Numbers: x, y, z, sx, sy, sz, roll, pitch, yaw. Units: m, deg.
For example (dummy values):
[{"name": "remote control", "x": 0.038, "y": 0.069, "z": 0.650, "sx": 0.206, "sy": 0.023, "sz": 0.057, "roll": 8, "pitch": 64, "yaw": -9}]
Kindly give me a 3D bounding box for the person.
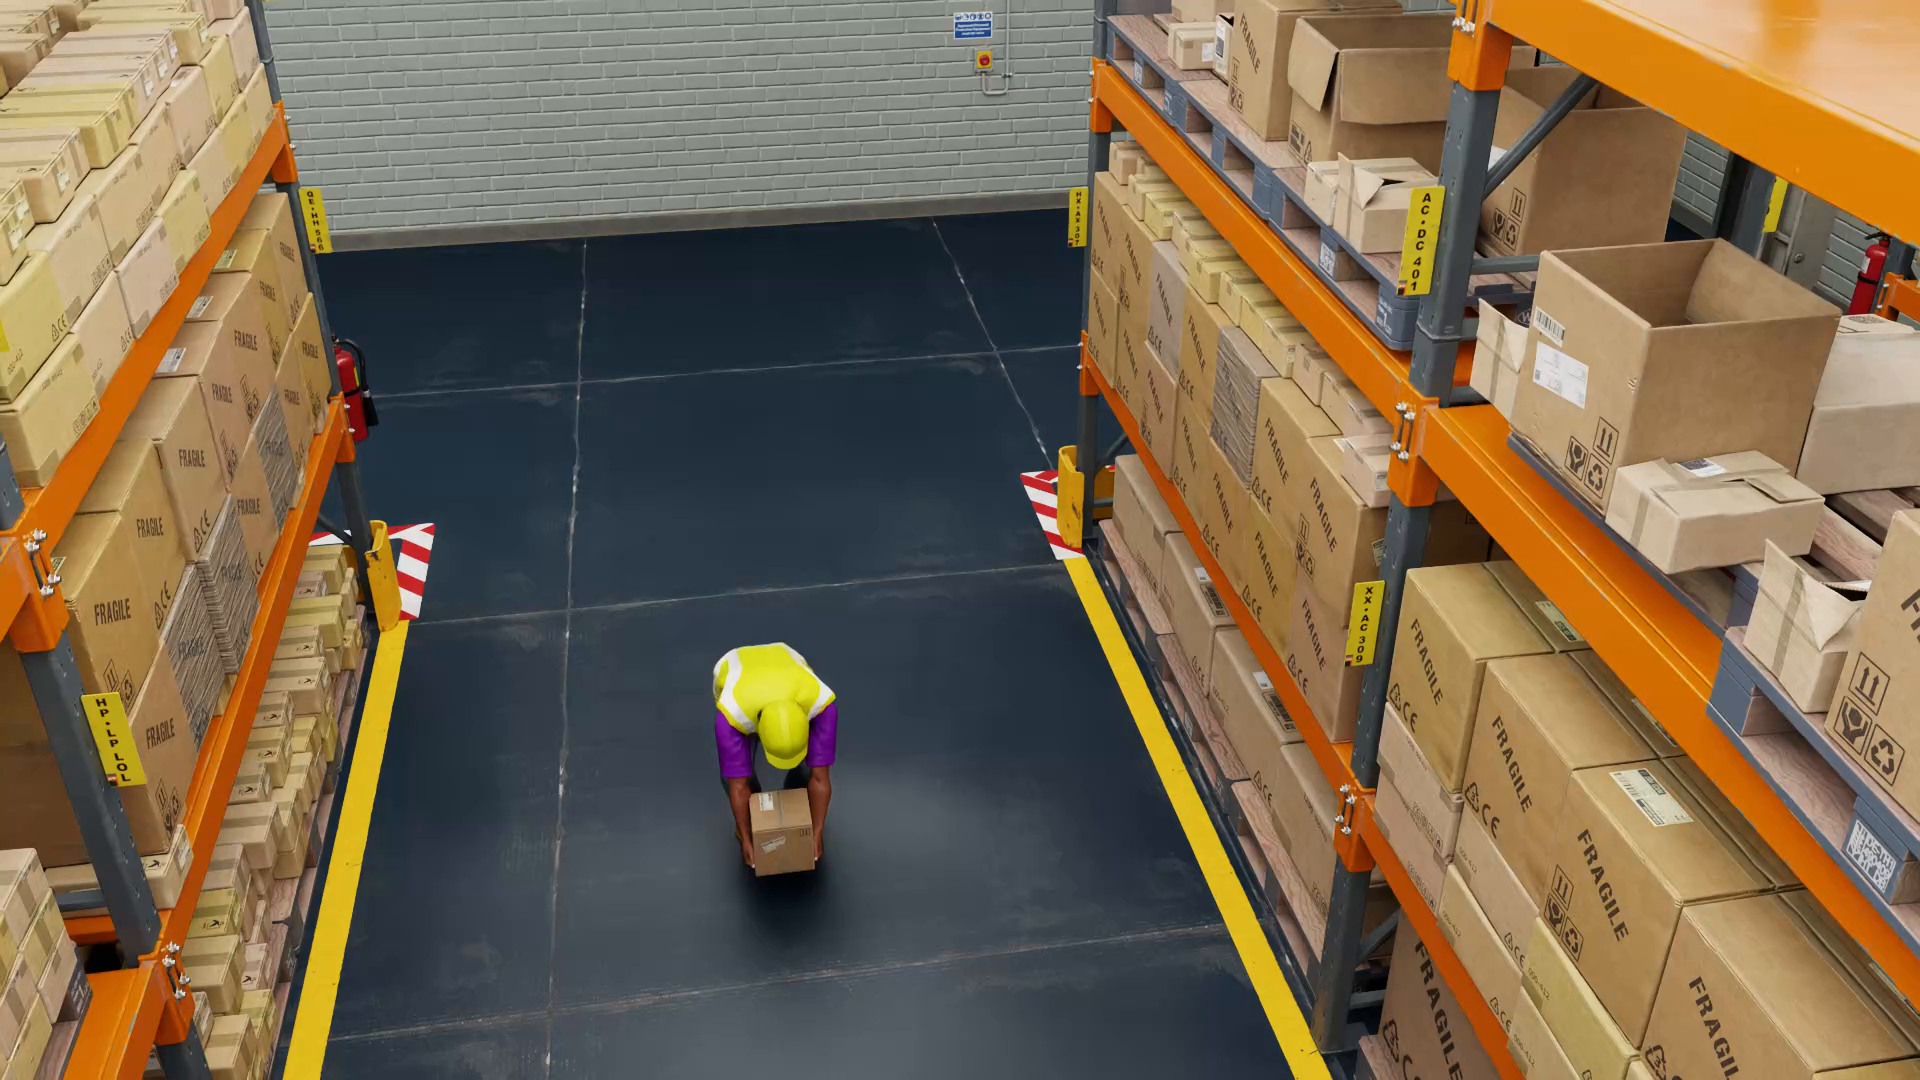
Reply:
[{"name": "person", "x": -0.807, "y": 0.922, "z": 7.307, "sx": 0.523, "sy": 1.001, "sz": 0.949, "roll": -6, "pitch": 31, "yaw": -11}]
